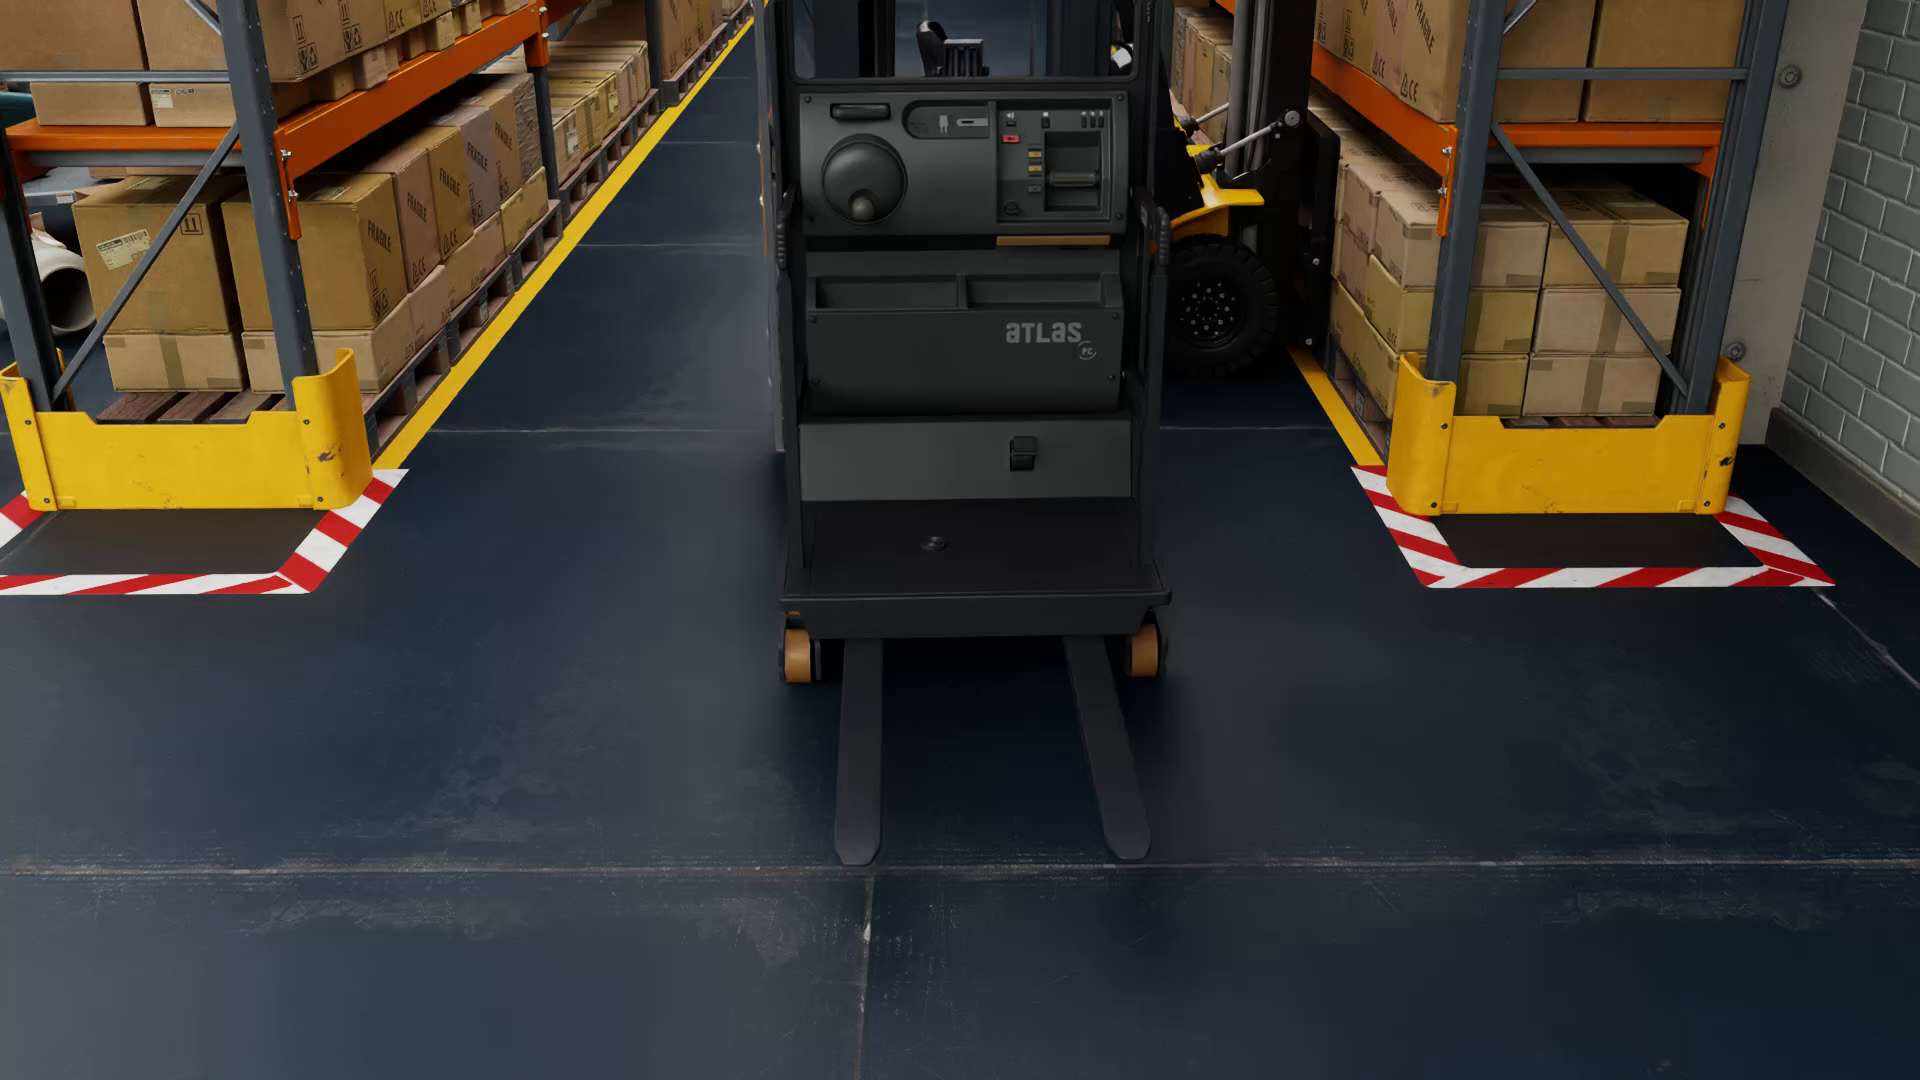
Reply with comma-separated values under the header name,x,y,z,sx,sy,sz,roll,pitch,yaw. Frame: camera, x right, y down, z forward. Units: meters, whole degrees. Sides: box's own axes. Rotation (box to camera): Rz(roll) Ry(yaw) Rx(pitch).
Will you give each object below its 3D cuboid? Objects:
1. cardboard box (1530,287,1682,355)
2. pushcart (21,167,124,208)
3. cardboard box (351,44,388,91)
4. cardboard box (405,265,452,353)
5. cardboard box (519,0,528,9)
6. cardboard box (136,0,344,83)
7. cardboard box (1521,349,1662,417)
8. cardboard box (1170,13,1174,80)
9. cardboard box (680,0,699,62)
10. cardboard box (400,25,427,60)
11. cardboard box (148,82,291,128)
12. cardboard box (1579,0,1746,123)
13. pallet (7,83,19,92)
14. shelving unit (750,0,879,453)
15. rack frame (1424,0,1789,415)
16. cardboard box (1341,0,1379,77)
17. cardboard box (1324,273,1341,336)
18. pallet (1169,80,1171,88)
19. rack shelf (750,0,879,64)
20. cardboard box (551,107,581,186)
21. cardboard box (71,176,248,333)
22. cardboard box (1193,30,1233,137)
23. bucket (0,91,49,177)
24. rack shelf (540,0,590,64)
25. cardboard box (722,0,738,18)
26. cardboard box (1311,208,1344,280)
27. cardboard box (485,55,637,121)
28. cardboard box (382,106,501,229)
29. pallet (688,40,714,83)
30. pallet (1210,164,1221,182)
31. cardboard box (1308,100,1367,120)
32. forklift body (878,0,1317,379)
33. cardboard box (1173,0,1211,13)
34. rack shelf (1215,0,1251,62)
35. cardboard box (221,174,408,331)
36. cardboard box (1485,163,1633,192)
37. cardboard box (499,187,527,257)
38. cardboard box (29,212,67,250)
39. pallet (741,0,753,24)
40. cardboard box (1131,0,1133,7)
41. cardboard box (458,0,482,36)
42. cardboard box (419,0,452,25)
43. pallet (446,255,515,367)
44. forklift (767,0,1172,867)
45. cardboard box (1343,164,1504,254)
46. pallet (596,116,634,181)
name,x,y,z,sx,sy,sz,roll,pitch,yaw
cardboard box,2.377,-0.899,6.318,0.500,0.250,0.500,0,24,0
pushcart,-5.112,-1.937,9.574,1.648,0.377,0.936,-9,26,-19
cardboard box,-2.481,-1.859,6.525,0.380,0.149,0.250,0,24,0
cardboard box,-2.519,-0.997,7.141,0.500,0.250,0.500,1,24,1
cardboard box,-2.524,-2.917,8.864,0.380,0.149,0.250,-1,24,-1
cardboard box,-2.517,-1.892,5.810,0.500,0.500,0.500,-1,24,-1
cardboard box,2.364,-0.680,6.440,0.500,0.250,0.500,0,24,0
cardboard box,1.867,-4.060,13.611,0.500,0.500,0.500,0,24,1
cardboard box,-2.806,-4.686,14.541,0.875,0.875,0.875,0,24,0
cardboard box,-2.554,-2.183,7.241,0.380,0.149,0.250,-1,24,-2
cardboard box,-2.586,-1.541,5.821,0.380,0.149,0.250,0,24,0
cardboard box,2.446,-1.789,5.944,0.500,0.500,0.500,1,24,1
pallet,-7.832,-3.798,13.892,1.003,0.211,1.213,0,24,-1
shelving unit,-0.518,-1.400,6.297,0.431,2.100,0.503,0,24,1
rack frame,2.174,-1.538,5.510,1.000,3.000,0.127,0,24,-1
cardboard box,1.904,-2.210,6.875,0.500,0.500,0.500,-1,24,-2
cardboard box,1.861,-1.080,7.325,0.500,0.250,0.500,0,24,0
pallet,2.117,-3.872,14.054,1.003,0.211,1.213,0,24,-1
rack shelf,-0.518,-2.025,6.014,0.431,0.518,0.480,0,24,1
cardboard box,-2.841,-2.372,10.035,0.950,0.372,0.625,0,24,0
cardboard box,-3.059,-1.123,6.511,0.500,0.500,0.500,0,24,0
cardboard box,2.103,-3.140,11.425,0.875,0.625,0.625,-1,24,-3
bucket,-5.475,-2.254,9.221,0.726,0.611,0.620,8,16,18
rack shelf,-2.855,-3.659,11.072,1.077,0.370,4.000,0,24,-1
cardboard box,-2.820,-5.742,17.405,0.875,0.438,0.875,-1,24,-1
cardboard box,1.835,-1.323,7.255,0.500,0.250,0.500,-1,24,-2
cardboard box,-2.864,-3.268,12.014,0.950,0.372,0.625,-1,24,-2
cardboard box,-2.544,-1.780,7.963,0.500,0.500,0.500,1,24,2
pallet,-2.820,-4.367,15.149,1.003,0.211,1.213,0,24,-1
pallet,2.083,-2.219,10.400,1.003,0.211,1.213,0,24,-1
cardboard box,1.834,-1.964,8.066,0.500,0.250,0.500,1,24,1
forklift body,0.329,-1.924,7.395,2.313,2.155,1.214,0,24,-1
cardboard box,1.828,-4.385,13.541,0.380,0.149,0.250,-1,24,-3
rack shelf,2.109,-3.683,11.125,1.077,0.370,4.000,0,24,-1
cardboard box,-2.522,-1.138,6.543,0.500,0.500,0.500,-1,24,-2
cardboard box,2.349,-1.337,6.679,0.500,0.250,0.500,0,24,0
cardboard box,-2.542,-1.639,8.561,0.500,0.250,0.500,-1,24,-2
cardboard box,-4.970,-1.571,8.902,0.258,0.266,0.396,-19,31,-36
pallet,-2.866,-6.006,18.773,1.003,0.211,1.213,0,24,-1
cardboard box,1.840,-4.910,15.489,0.500,0.500,0.500,-1,24,-2
cardboard box,-2.510,-2.498,7.938,0.380,0.149,0.250,-1,24,-1
cardboard box,-2.546,-2.524,7.209,0.500,0.500,0.500,-1,24,-2
pallet,-2.774,-1.111,7.951,1.003,0.211,1.213,0,24,-1
forklift,0.023,-1.051,4.517,1.130,2.935,3.031,-1,24,-2
cardboard box,1.846,-1.331,6.666,0.500,0.250,0.500,0,24,0
pallet,-2.859,-2.717,11.500,1.003,0.211,1.213,0,24,-1
